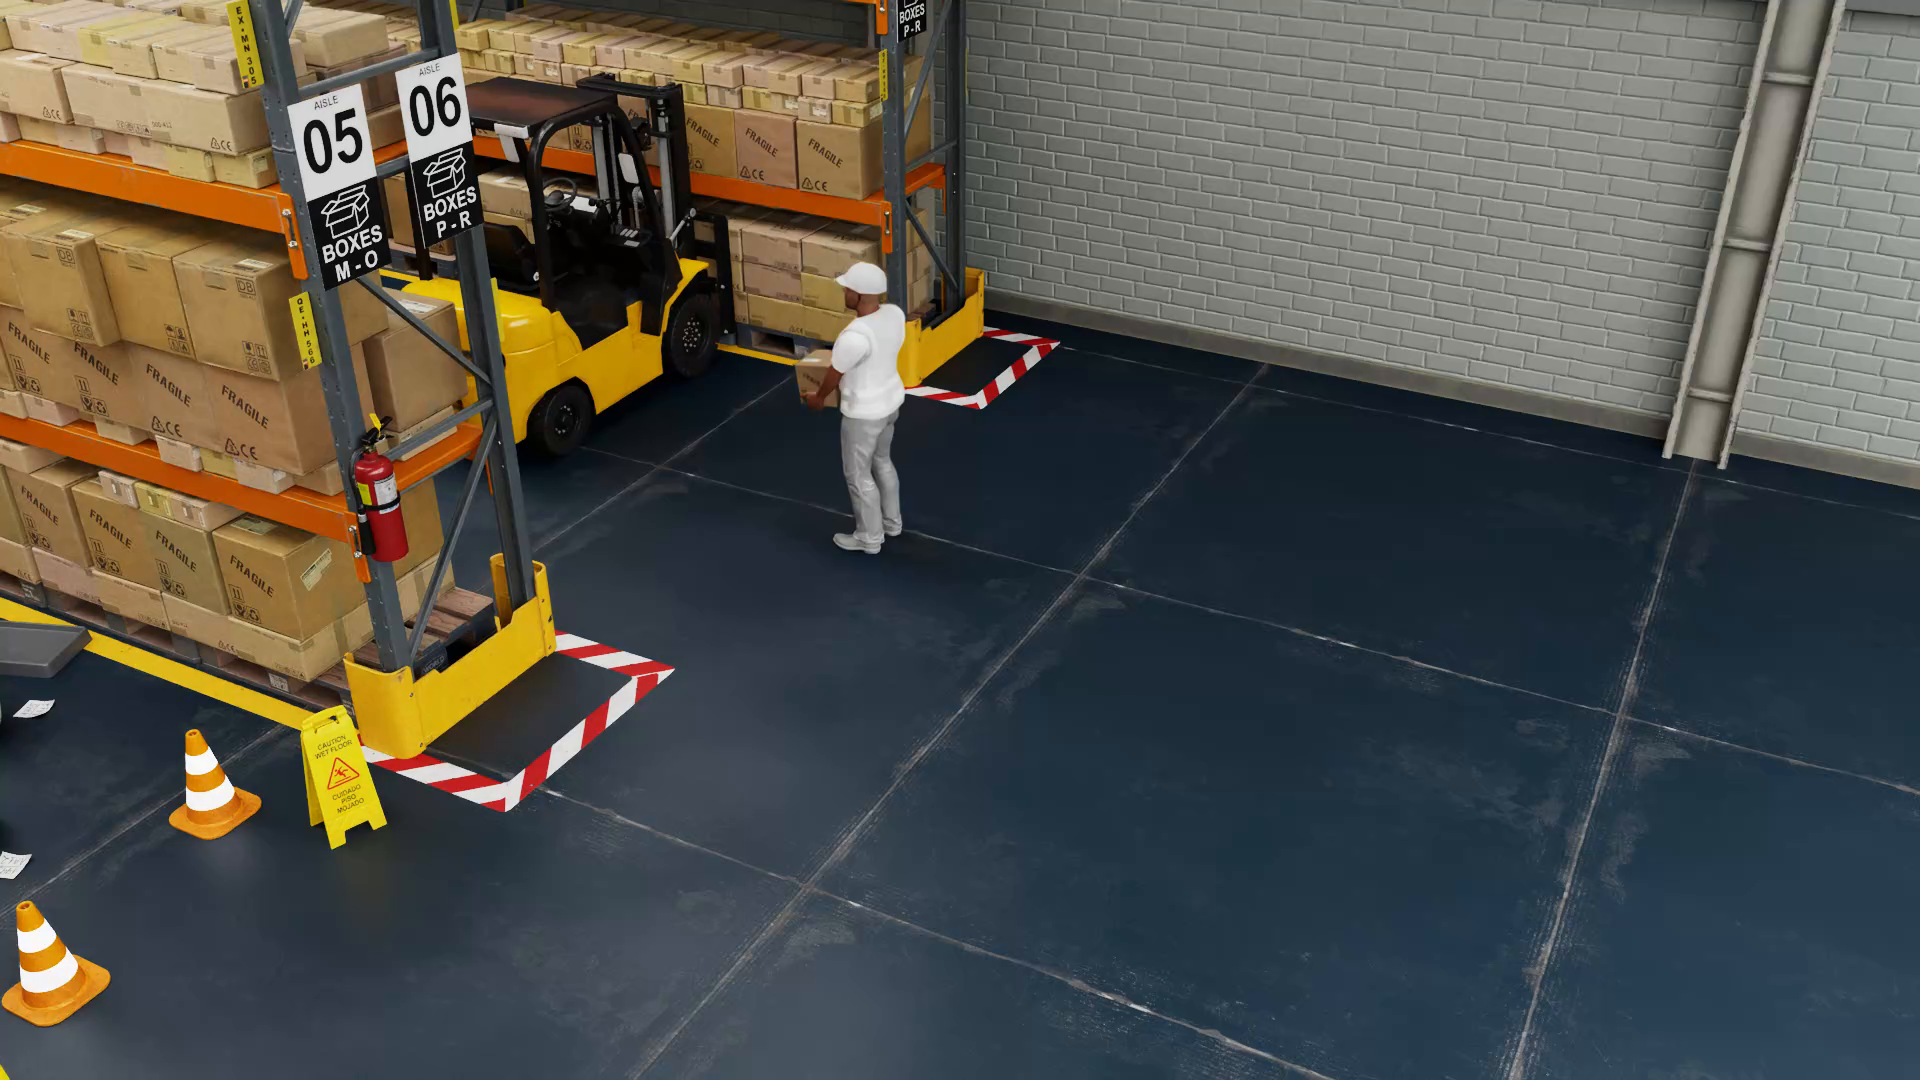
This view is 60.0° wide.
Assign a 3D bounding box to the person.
[{"bbox_3d":[-0.623,-0.785,9.636,0.568,1.763,0.505,14,33,23],"label":"person"}]
